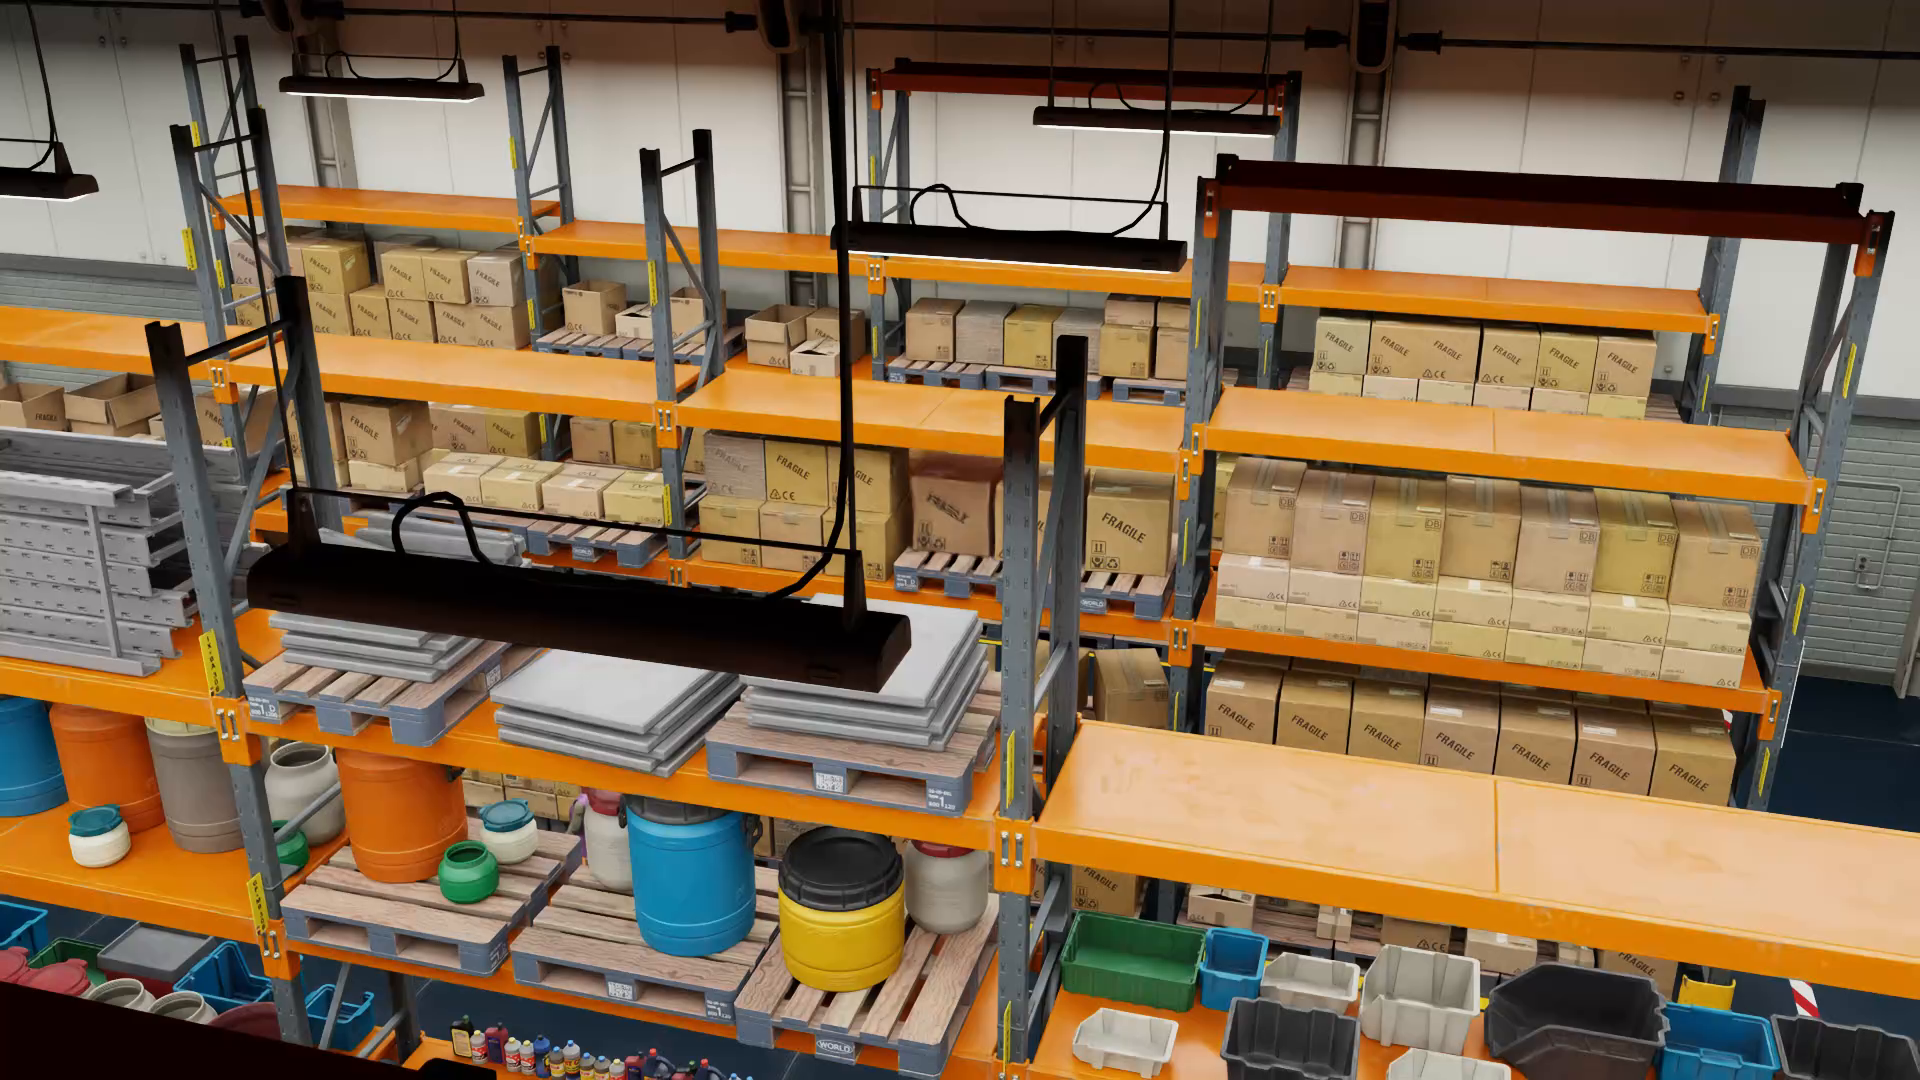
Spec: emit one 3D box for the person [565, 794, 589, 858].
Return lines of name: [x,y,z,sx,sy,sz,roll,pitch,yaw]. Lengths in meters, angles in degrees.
person: [-2.904,2.392,12.941,0.884,1.549,0.433,11,25,26]
